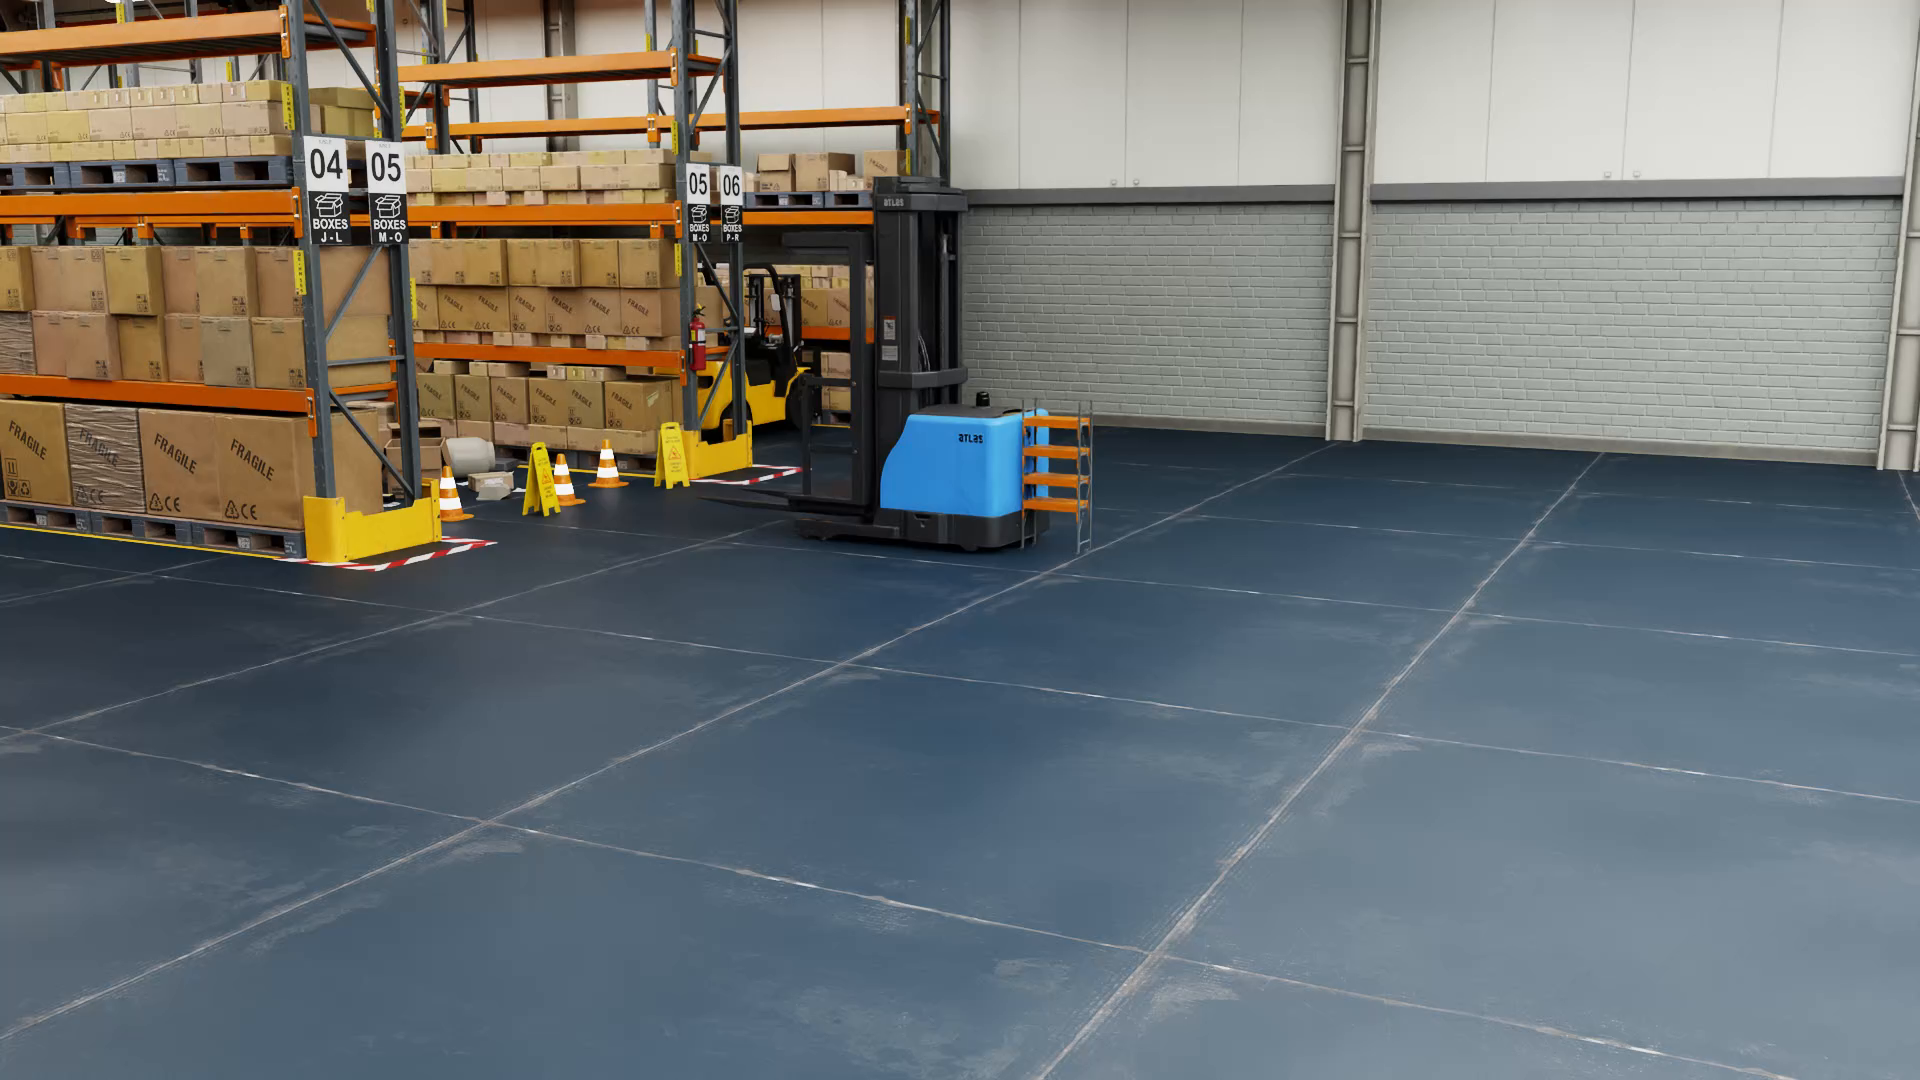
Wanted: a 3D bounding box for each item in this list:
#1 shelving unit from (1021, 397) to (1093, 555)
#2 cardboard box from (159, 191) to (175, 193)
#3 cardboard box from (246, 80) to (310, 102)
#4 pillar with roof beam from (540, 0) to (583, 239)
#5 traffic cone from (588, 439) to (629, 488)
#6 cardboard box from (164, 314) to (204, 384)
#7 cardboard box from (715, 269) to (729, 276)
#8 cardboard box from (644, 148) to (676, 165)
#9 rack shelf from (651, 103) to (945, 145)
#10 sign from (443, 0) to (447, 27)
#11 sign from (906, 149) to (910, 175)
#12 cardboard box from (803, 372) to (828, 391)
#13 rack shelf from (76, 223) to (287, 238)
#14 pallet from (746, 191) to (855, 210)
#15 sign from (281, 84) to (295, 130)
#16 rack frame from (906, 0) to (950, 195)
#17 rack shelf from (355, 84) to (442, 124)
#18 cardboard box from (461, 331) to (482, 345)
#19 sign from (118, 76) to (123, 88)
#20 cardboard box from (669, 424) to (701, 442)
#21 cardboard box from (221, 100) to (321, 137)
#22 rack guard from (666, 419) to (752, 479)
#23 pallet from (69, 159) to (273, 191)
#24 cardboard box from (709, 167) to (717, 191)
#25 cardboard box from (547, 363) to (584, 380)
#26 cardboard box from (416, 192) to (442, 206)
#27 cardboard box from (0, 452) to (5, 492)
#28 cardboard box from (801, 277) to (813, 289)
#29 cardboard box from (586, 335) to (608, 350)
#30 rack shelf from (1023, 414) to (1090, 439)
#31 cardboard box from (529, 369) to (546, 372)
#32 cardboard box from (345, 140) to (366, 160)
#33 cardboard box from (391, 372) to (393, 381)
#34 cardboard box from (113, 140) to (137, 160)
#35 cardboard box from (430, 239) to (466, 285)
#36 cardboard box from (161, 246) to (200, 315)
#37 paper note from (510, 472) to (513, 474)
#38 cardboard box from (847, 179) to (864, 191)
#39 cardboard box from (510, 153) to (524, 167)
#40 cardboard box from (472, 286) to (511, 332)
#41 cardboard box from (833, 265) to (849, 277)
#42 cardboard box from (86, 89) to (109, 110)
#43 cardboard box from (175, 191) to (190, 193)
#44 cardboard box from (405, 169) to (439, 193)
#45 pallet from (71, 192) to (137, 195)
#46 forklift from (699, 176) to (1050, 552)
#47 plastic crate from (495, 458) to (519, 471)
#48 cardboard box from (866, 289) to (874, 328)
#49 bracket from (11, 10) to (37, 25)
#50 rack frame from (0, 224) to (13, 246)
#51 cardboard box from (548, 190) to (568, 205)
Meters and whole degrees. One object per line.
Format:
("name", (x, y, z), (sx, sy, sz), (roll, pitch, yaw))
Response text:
("shelving unit", (0.768, -0.513, 13.194), (0.503, 1.200, 0.258), (6, 12, 28))
("cardboard box", (-10.171, -4.570, 20.668), (0.637, 0.503, 0.797), (4, 11, 22))
("cardboard box", (-5.144, -3.375, 12.540), (0.250, 0.149, 0.380), (5, 11, 26))
("pillar with roof beam", (-7.910, -5.930, 21.227), (0.400, 9.000, 9.100), (5, 11, 26))
("traffic cone", (-3.548, -0.780, 16.742), (0.334, 0.463, 0.336), (5, 11, 26))
("cardboard box", (-5.994, -1.602, 13.738), (0.550, 0.550, 0.875), (5, 11, 26))
("cardboard box", (-3.139, -3.690, 22.757), (0.250, 0.149, 0.380), (5, 12, 27))
("cardboard box", (-3.026, -3.925, 17.038), (0.250, 0.149, 0.380), (5, 11, 26))
("rack shelf", (-2.192, -5.553, 22.285), (4.000, 0.370, 1.077), (5, 11, 26))
("sign", (-5.922, -6.052, 19.055), (0.005, 0.325, 0.100), (5, 11, 26))
("sign", (-0.651, -4.781, 21.038), (0.005, 0.325, 0.100), (5, 11, 26))
("cardboard box", (-1.891, -2.160, 22.382), (0.500, 0.250, 0.500), (5, 11, 25))
("rack shelf", (-12.954, -5.219, 27.742), (4.000, 0.370, 1.077), (5, 11, 26))
("pallet", (-2.119, -4.582, 22.451), (1.213, 0.211, 1.003), (5, 11, 26))
("sign", (-4.944, -3.189, 12.244), (0.005, 0.325, 0.100), (5, 11, 26))
("rack frame", (-0.399, -5.946, 21.315), (0.127, 3.000, 1.000), (5, 11, 26))
("rack shelf", (-7.972, -5.075, 19.645), (4.000, 0.370, 1.077), (5, 11, 26))
("cardboard box", (-5.331, -2.264, 18.520), (0.250, 0.149, 0.380), (5, 12, 28))
("sign", (-14.483, -7.831, 28.665), (0.005, 0.325, 0.100), (5, 11, 26))
("cardboard box", (-3.193, -1.162, 18.270), (0.500, 0.250, 0.500), (5, 11, 25))
("cardboard box", (-5.254, -3.201, 12.695), (0.500, 0.250, 0.500), (5, 11, 27))
("rack guard", (-2.660, -0.977, 17.723), (0.348, 0.500, 1.175), (5, 11, 26))
("pallet", (-6.459, -2.987, 13.640), (1.213, 0.211, 1.003), (5, 11, 26))
("cardboard box", (-2.925, -3.832, 17.641), (0.500, 0.250, 0.500), (5, 11, 25))
("cardboard box", (-4.244, -1.824, 17.998), (0.250, 0.149, 0.380), (6, 12, 28))
("cardboard box", (-5.799, -3.775, 18.447), (0.250, 0.149, 0.380), (5, 11, 26))
("cardboard box", (-8.875, -0.852, 15.151), (0.750, 0.750, 1.050), (5, 11, 26))
("cardboard box", (-1.995, -3.442, 22.223), (0.250, 0.149, 0.380), (5, 11, 26))
("cardboard box", (-3.763, -2.114, 17.692), (0.250, 0.149, 0.380), (5, 12, 27))
("rack shelf", (0.768, -0.899, 13.124), (0.480, 0.148, 0.258), (6, 12, 28))
("cardboard box", (-5.073, -1.695, 19.109), (0.500, 0.500, 0.500), (5, 12, 27))
("cardboard box", (-4.857, -3.089, 13.196), (0.250, 0.149, 0.380), (5, 11, 26))
("cardboard box", (-8.492, -2.641, 25.739), (0.500, 0.500, 0.500), (5, 11, 25))
("cardboard box", (-6.507, -3.103, 13.274), (0.250, 0.149, 0.380), (5, 11, 27))
("cardboard box", (-5.432, -3.090, 18.460), (0.500, 0.500, 0.700), (5, 11, 26))
("cardboard box", (-5.983, -2.137, 13.663), (0.550, 0.550, 0.875), (5, 11, 26))
("paper note", (-4.807, -0.709, 17.562), (0.148, 0.019, 0.142), (1, 10, 6))
("cardboard box", (-1.276, -4.619, 21.651), (0.250, 0.149, 0.380), (5, 11, 24))
("cardboard box", (-4.610, -4.074, 17.864), (0.250, 0.149, 0.380), (5, 12, 27))
("cardboard box", (-5.003, -2.555, 18.308), (0.500, 0.500, 0.500), (5, 11, 25))
("cardboard box", (-1.485, -3.565, 22.070), (0.250, 0.149, 0.380), (5, 11, 26))
("cardboard box", (-6.738, -3.515, 13.314), (0.250, 0.149, 0.380), (5, 11, 26))
("cardboard box", (-9.330, -4.169, 20.297), (0.258, 0.266, 0.396), (5, 11, 26))
("cardboard box", (-5.905, -3.986, 18.496), (0.500, 0.250, 0.500), (5, 11, 25))
("pallet", (-10.367, -4.257, 20.934), (1.003, 0.211, 1.213), (6, 12, 28))
("forklift", (-0.797, -1.516, 13.876), (3.031, 2.935, 1.130), (6, 12, 28))
("plastic crate", (-5.134, -0.825, 18.062), (0.583, 0.080, 0.402), (1, 10, 6))
("cardboard box", (-0.956, -3.040, 21.823), (0.500, 0.500, 0.500), (5, 11, 25))
("bracket", (-16.551, -9.245, 29.436), (0.430, 0.232, 0.235), (5, 11, 26))
("rack frame", (-13.353, -3.146, 22.692), (0.127, 3.000, 1.000), (5, 11, 26))
("cardboard box", (-4.171, -3.642, 17.713), (0.250, 0.149, 0.380), (5, 11, 24))
